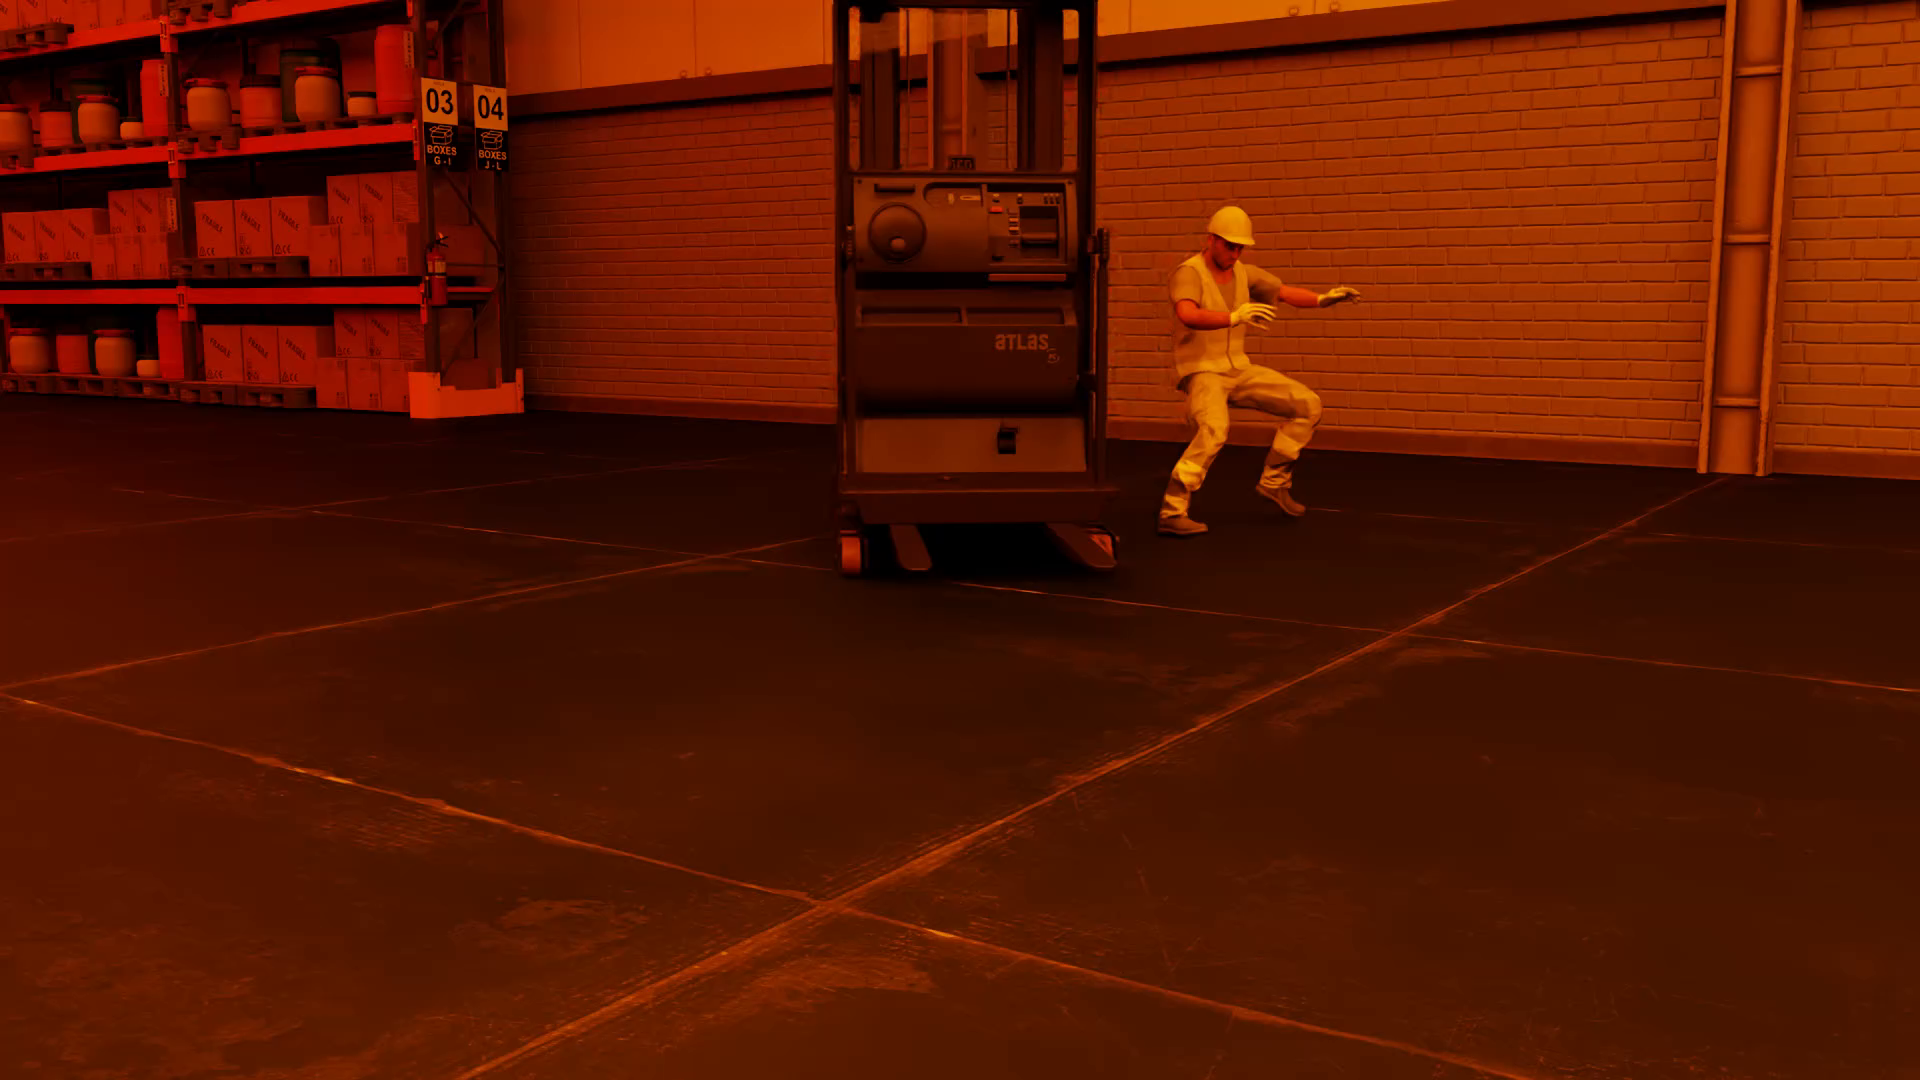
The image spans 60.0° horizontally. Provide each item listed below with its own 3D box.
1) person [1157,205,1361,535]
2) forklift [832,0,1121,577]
[{"bbox_3d":[1.342,-0.829,8.003,1.087,1.537,0.730,-5,10,-33],"label":"person"},{"bbox_3d":[0.044,-1.351,6.696,1.130,2.935,3.031,-1,8,-5],"label":"forklift"}]
